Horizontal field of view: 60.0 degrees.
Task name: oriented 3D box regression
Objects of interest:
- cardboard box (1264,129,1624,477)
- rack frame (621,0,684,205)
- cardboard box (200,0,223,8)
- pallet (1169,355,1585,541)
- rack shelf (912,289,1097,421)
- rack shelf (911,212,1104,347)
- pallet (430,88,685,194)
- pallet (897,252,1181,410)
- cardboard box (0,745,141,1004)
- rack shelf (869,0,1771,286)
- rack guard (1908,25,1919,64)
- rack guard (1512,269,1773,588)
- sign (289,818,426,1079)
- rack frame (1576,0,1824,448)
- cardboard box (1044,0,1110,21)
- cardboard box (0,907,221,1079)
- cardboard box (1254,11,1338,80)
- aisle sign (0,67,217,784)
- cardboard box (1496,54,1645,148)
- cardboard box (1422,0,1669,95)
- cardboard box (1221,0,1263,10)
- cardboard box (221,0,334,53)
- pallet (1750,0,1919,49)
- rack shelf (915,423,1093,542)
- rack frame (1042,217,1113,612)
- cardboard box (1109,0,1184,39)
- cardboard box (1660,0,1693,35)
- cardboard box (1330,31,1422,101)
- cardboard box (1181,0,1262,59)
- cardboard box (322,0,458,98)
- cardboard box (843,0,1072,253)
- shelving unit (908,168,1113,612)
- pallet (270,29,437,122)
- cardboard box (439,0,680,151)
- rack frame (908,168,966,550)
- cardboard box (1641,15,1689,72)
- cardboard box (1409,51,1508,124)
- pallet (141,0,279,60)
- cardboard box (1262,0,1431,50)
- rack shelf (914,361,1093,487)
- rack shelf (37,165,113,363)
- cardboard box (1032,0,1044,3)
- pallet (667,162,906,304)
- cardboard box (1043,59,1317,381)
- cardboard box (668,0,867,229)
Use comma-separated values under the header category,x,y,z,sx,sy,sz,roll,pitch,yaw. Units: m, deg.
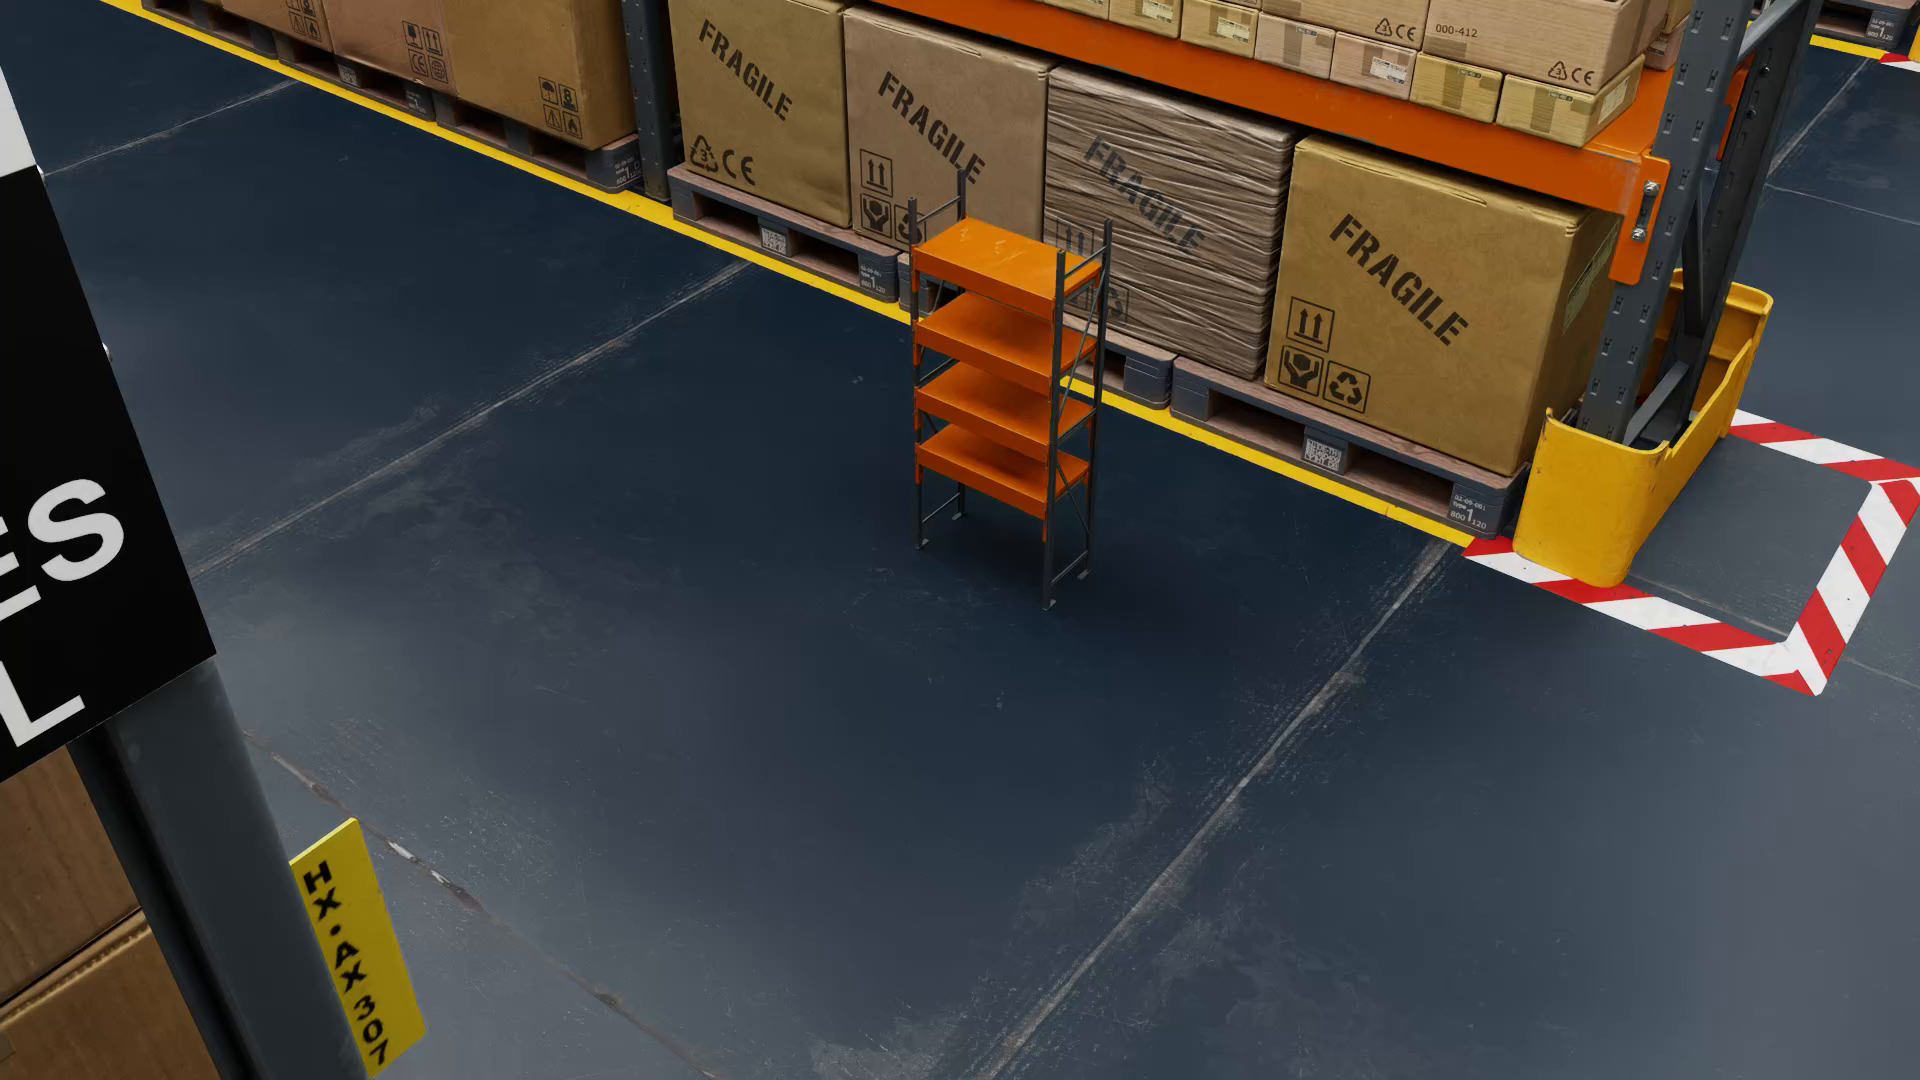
category,x,y,z,sx,sy,sz,roll,pitch,yaw
cardboard box,1.622,-0.907,5.358,0.875,0.875,0.875,25,45,29
rack frame,-0.998,-2.876,6.490,0.127,3.000,1.000,25,45,29
cardboard box,-3.640,-3.434,8.585,0.875,0.875,1.225,23,44,27
pallet,1.496,-0.541,5.769,1.213,0.211,1.003,25,45,29
rack shelf,0.131,-0.534,4.705,0.480,0.148,0.258,25,45,29
rack shelf,0.131,-0.720,4.559,0.480,0.148,0.258,25,45,29
pallet,-1.657,-2.030,7.671,1.213,0.211,1.003,25,45,29
pallet,0.531,-0.998,6.353,1.213,0.211,1.003,25,45,29
cardboard box,-1.110,0.165,1.473,0.500,0.500,0.500,25,44,28
rack shelf,0.590,-1.843,5.755,4.000,0.370,1.077,25,45,29
rack guard,5.215,-2.816,8.441,0.348,0.500,1.175,25,45,29
rack guard,2.198,-0.384,5.335,0.348,0.500,1.175,25,45,29
sign,-0.585,0.407,1.595,0.005,0.325,0.100,25,45,29
rack frame,2.179,-1.377,4.576,0.127,3.000,1.000,25,45,29
cardboard box,0.482,-1.823,5.349,0.250,0.149,0.380,26,45,29
cardboard box,-1.103,0.553,1.787,0.500,0.500,0.500,27,46,31
cardboard box,1.091,-1.536,4.983,0.250,0.149,0.380,26,45,29
aisle sign,-0.674,-0.130,0.874,0.004,0.787,0.394,25,45,29
cardboard box,1.696,-1.251,4.618,0.250,0.149,0.380,26,45,29
cardboard box,1.633,-1.487,4.597,0.500,0.250,0.500,25,44,28
cardboard box,0.826,-1.868,5.083,0.500,0.250,0.500,24,44,27
cardboard box,-2.937,-3.096,8.154,0.875,0.875,1.225,25,45,29
pallet,4.556,-3.033,8.952,1.213,0.211,1.003,25,45,29
rack shelf,0.131,-0.201,4.965,0.480,0.148,0.258,25,45,29
rack frame,0.325,-0.319,4.684,0.015,1.200,0.240,25,45,29
cardboard box,0.677,-1.729,5.229,0.250,0.149,0.380,25,45,29
cardboard box,1.962,-1.748,4.929,0.500,0.250,0.500,24,44,27
cardboard box,1.289,-1.442,4.863,0.250,0.149,0.380,25,45,29
cardboard box,0.884,-1.633,5.106,0.250,0.149,0.380,24,44,28
cardboard box,-2.229,-2.768,7.736,0.875,0.875,1.225,24,44,27
cardboard box,0.192,-1.581,6.219,0.875,0.875,0.875,25,45,29
shelving unit,0.131,-0.410,4.801,0.503,1.200,0.258,25,45,29
pallet,-2.630,-2.486,8.254,1.213,0.211,1.003,25,45,29
cardboard box,-1.519,-2.434,7.309,0.875,0.875,1.225,25,45,29
rack frame,-0.062,-0.502,4.918,0.015,1.200,0.240,25,45,29
cardboard box,2.097,-1.573,5.030,0.250,0.149,0.380,26,45,29
cardboard box,1.488,-1.347,4.741,0.250,0.149,0.380,26,45,29
pallet,-3.595,-2.944,8.838,1.213,0.211,1.003,25,45,29
cardboard box,1.230,-1.677,4.840,0.500,0.250,0.500,24,44,28
rack shelf,0.131,-0.357,4.842,0.480,0.148,0.258,25,45,29
rack shelf,-2.503,-0.634,1.776,4.000,0.370,1.077,25,45,29
cardboard box,0.274,-1.920,5.473,0.250,0.149,0.380,24,44,27
pallet,-0.442,-1.454,6.937,1.213,0.211,1.003,25,45,29
cardboard box,0.899,-1.248,5.793,0.875,0.875,0.875,25,45,29
cardboard box,-0.523,-1.918,6.649,0.875,0.875,0.875,25,45,29
